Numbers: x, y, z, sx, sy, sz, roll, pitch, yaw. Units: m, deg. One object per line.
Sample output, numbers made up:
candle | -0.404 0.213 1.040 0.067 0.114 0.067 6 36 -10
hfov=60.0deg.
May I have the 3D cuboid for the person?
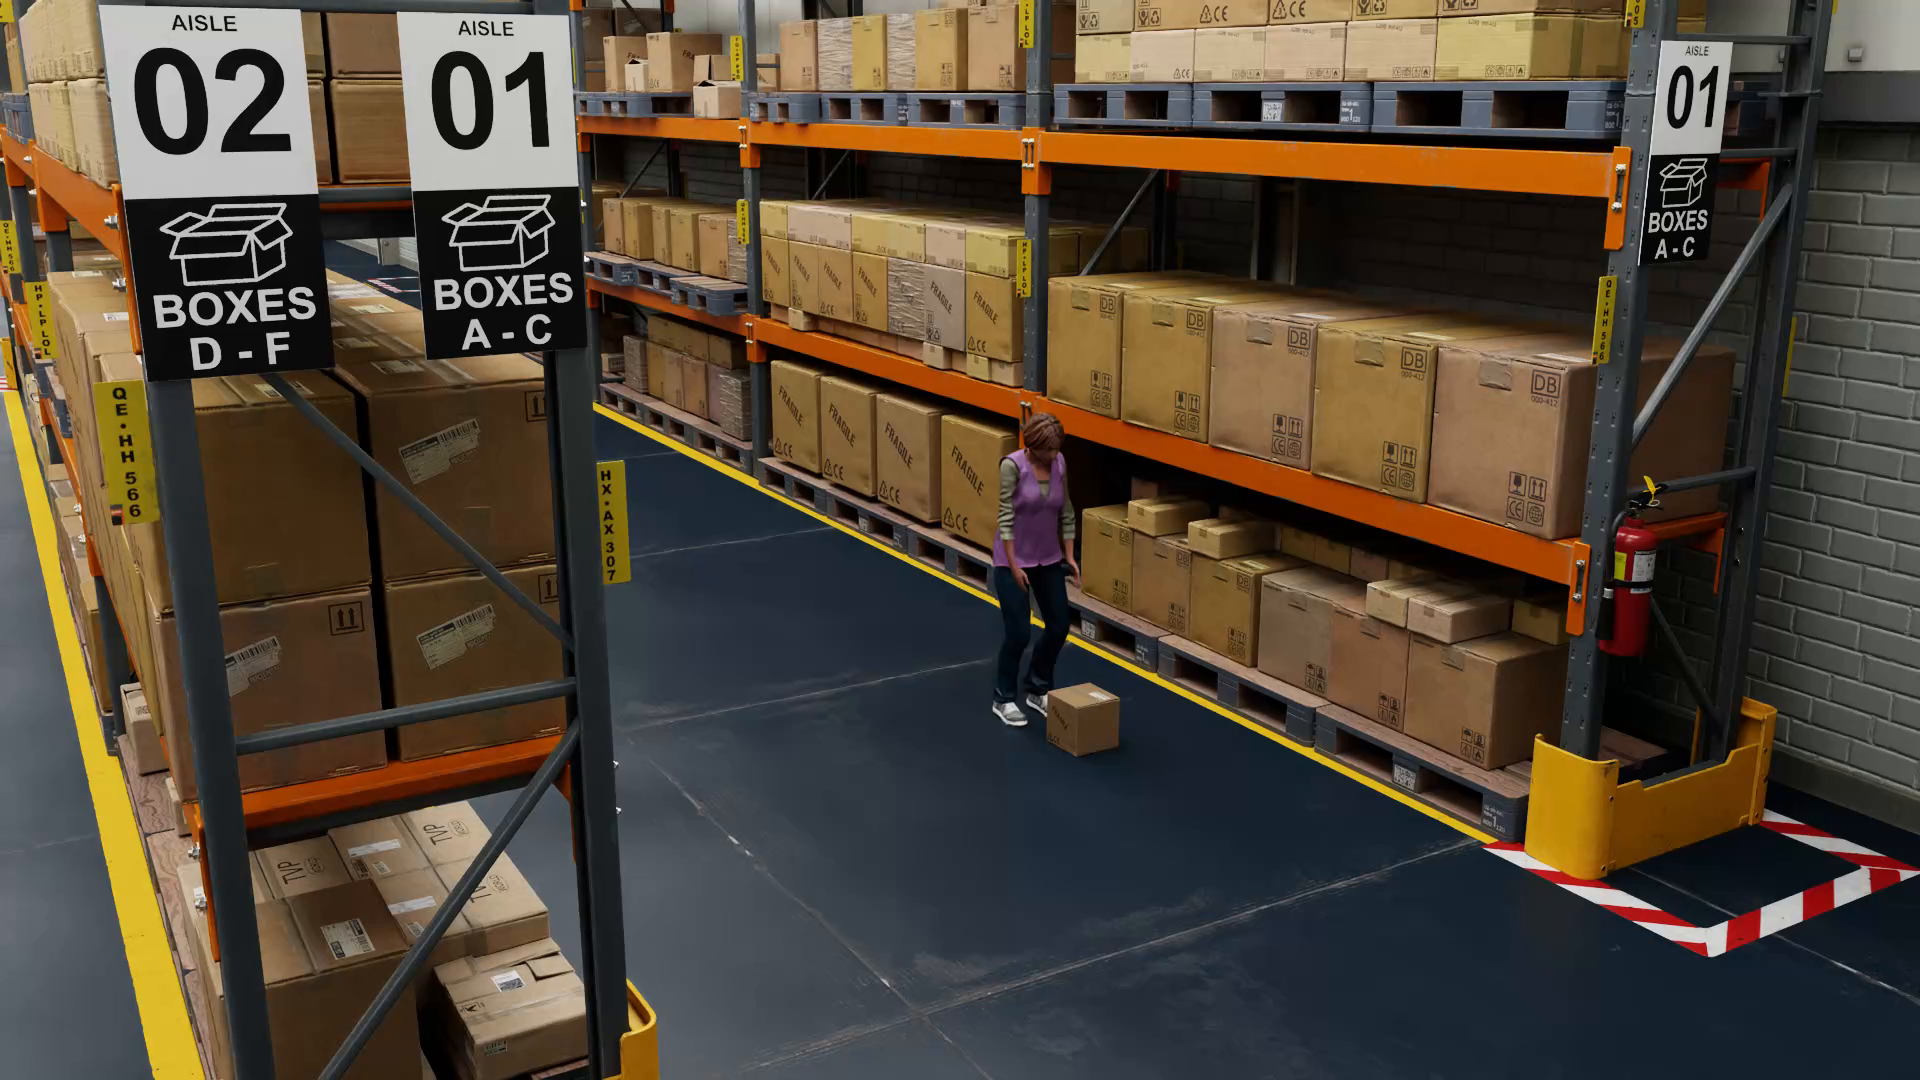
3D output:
person | 0.373 0.152 8.159 0.437 1.510 0.437 -8 17 -28
